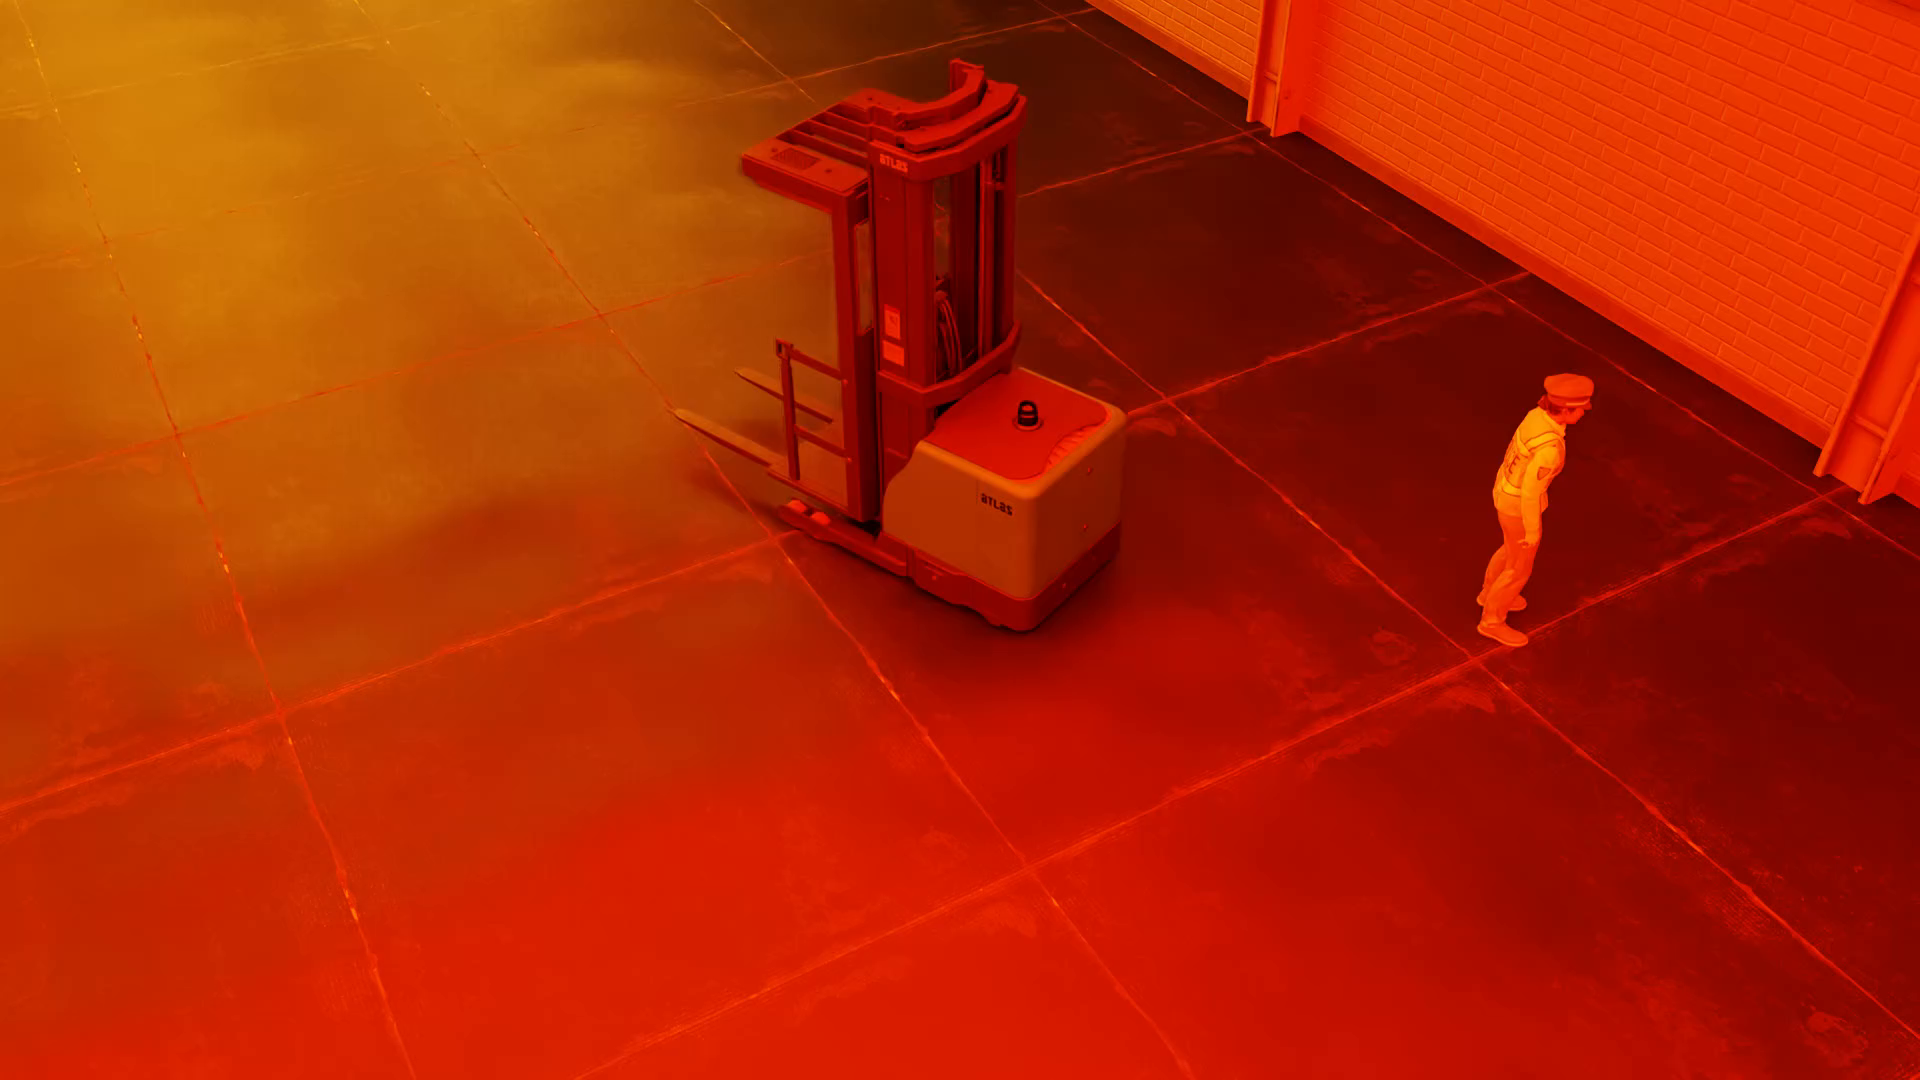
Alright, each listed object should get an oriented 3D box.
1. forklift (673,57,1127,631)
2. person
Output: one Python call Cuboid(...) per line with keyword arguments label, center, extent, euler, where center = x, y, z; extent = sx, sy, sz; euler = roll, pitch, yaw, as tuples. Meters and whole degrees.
Cuboid(label="forklift", center=(-0.501, -1.376, 9.695), extent=(3.031, 2.935, 1.130), euler=(26, 46, 28))
Cuboid(label="person", center=(3.156, -0.190, 9.262), extent=(0.375, 1.662, 0.528), euler=(8, 40, 9))
